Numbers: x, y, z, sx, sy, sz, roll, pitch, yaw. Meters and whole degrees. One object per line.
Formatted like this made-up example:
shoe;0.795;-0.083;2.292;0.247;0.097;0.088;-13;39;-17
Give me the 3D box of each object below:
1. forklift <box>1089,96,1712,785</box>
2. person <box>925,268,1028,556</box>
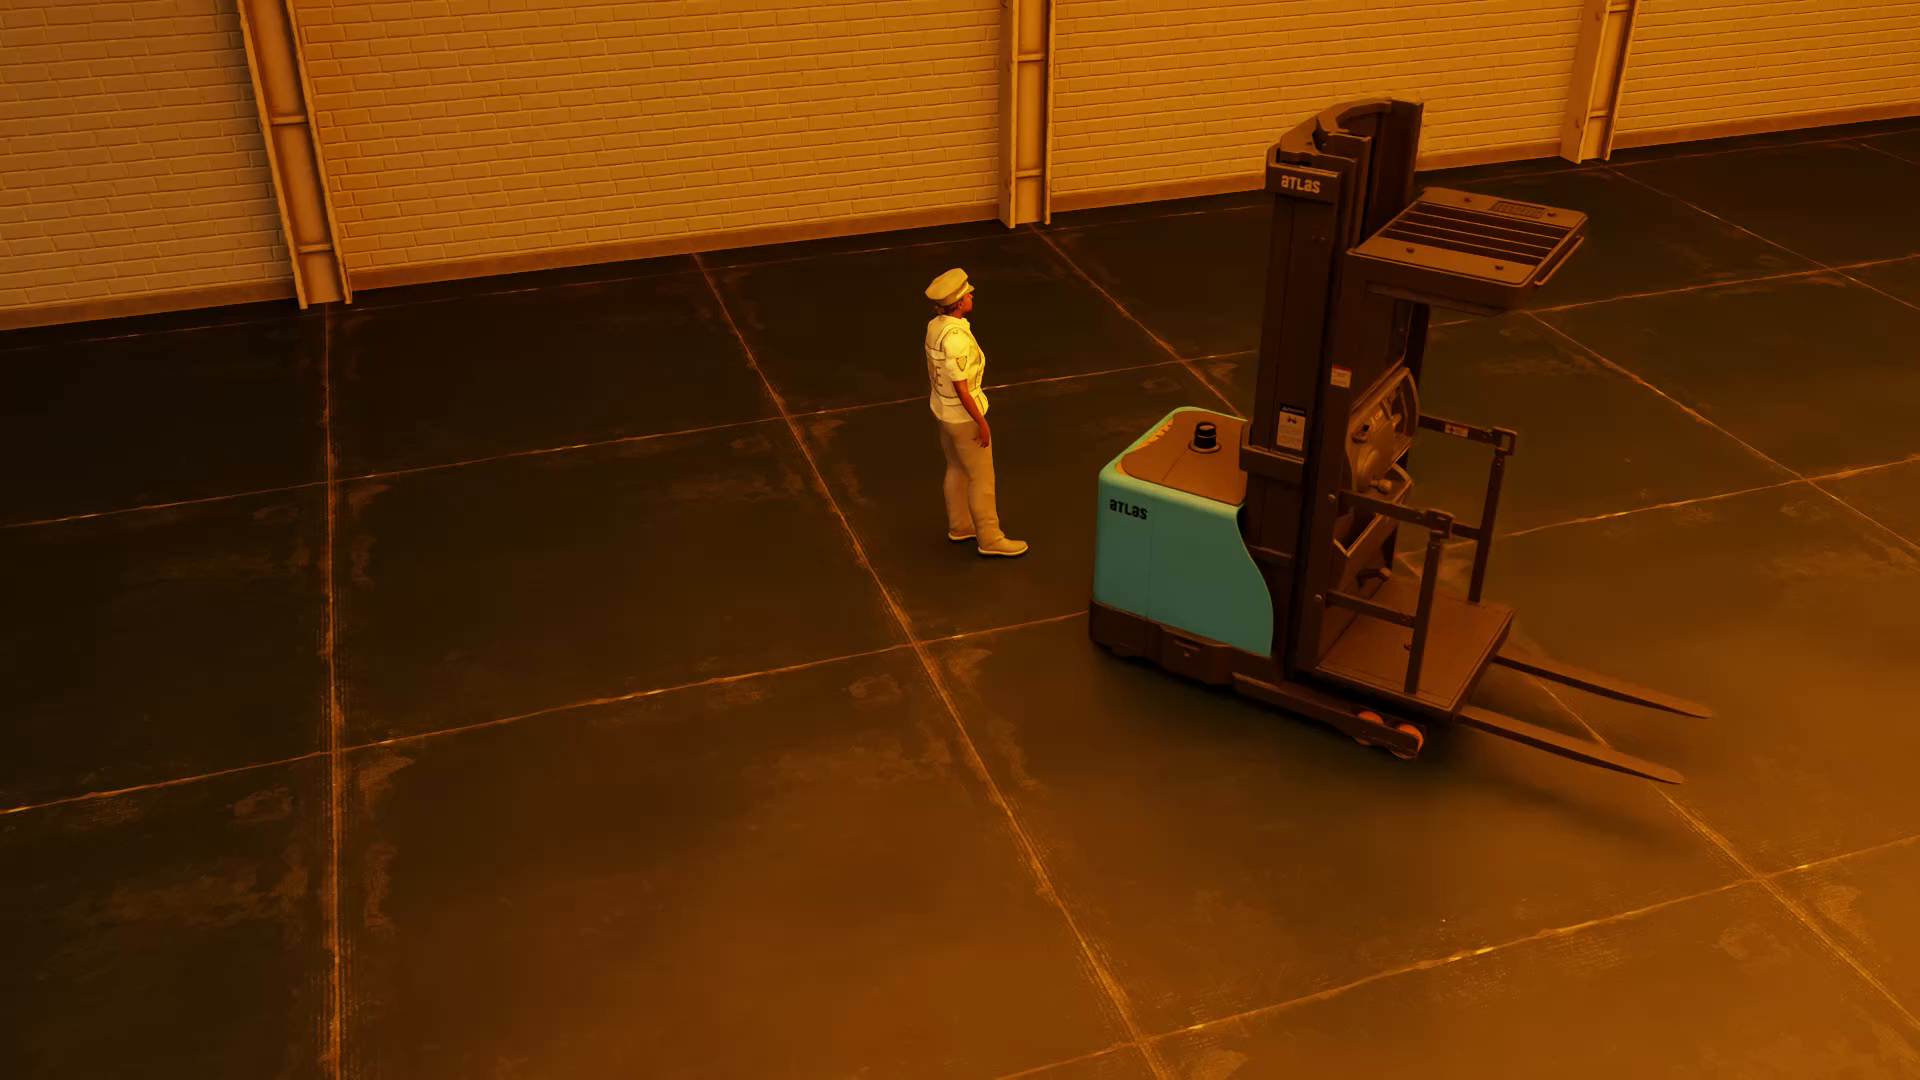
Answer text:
forklift;2.215;-0.502;7.959;3.031;2.935;1.130;18;34;28
person;0.077;-0.743;9.604;0.530;1.694;0.569;-10;31;-16
